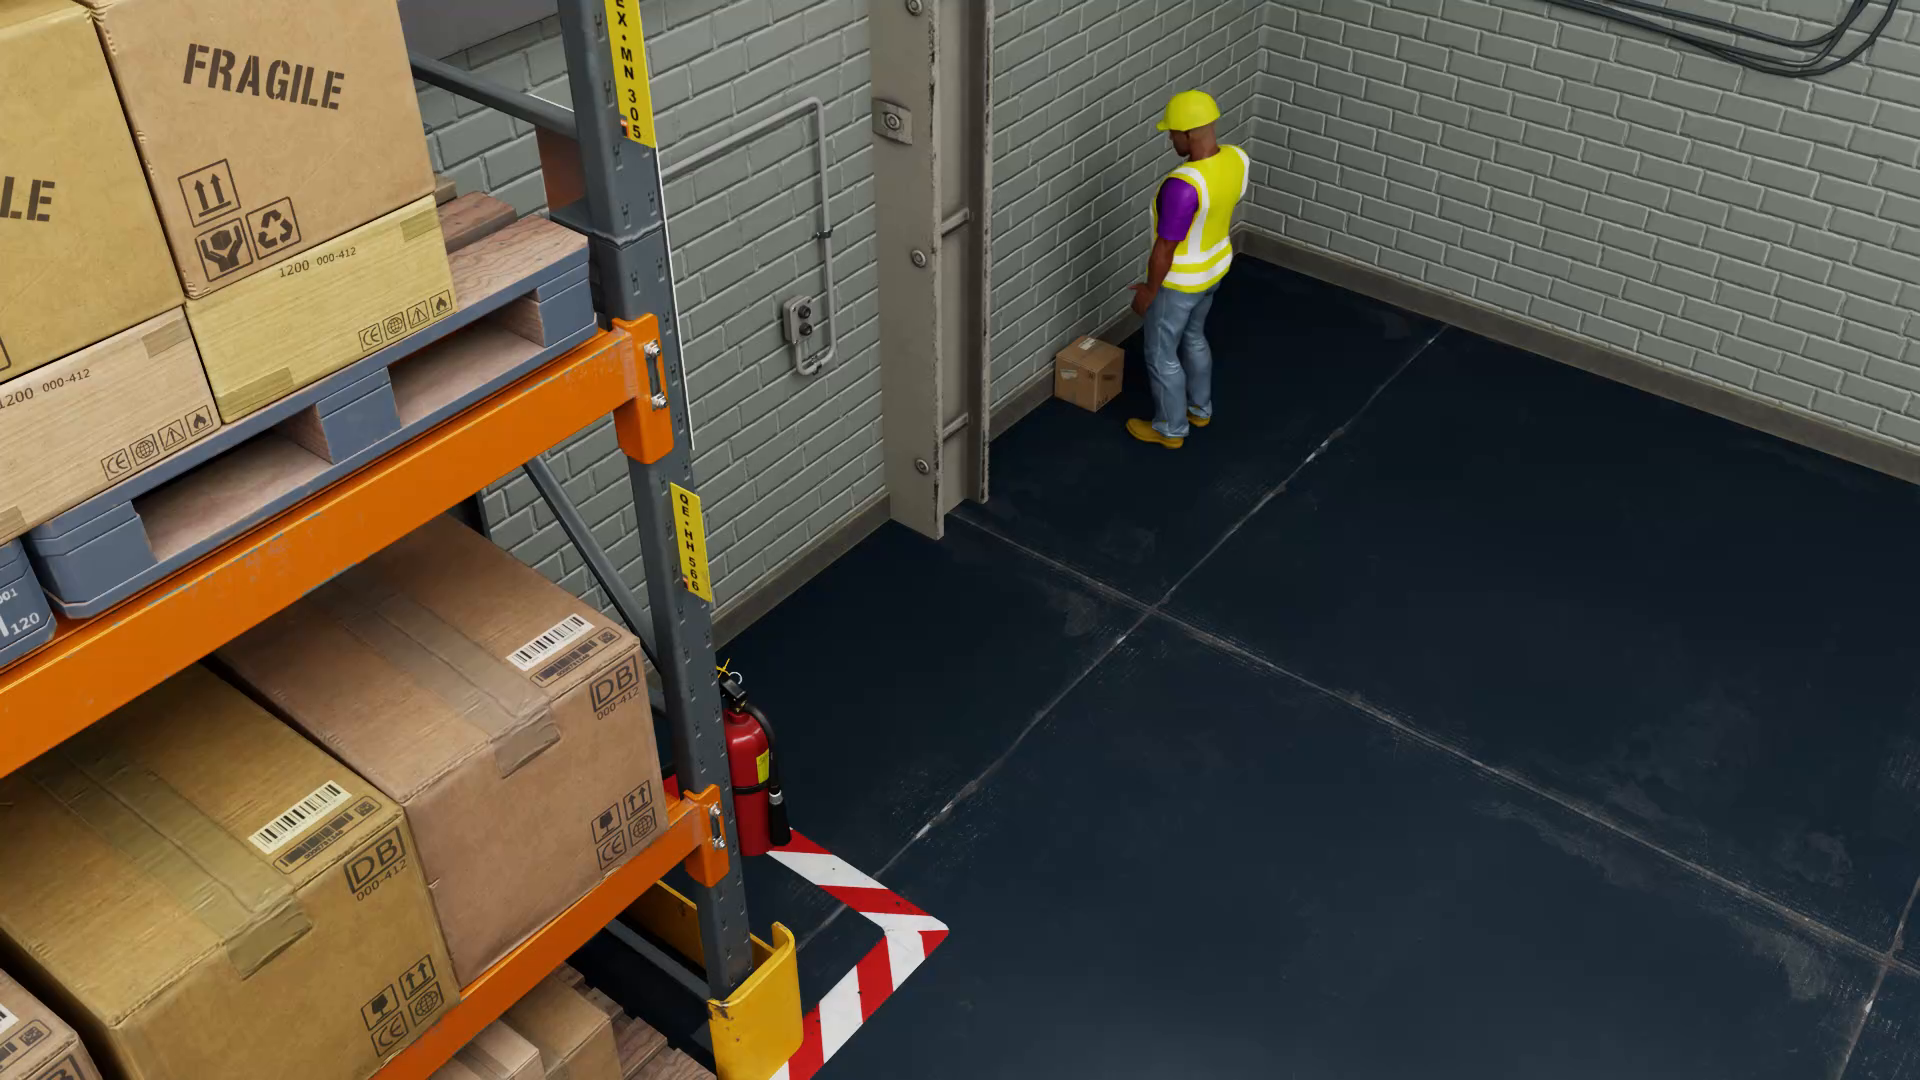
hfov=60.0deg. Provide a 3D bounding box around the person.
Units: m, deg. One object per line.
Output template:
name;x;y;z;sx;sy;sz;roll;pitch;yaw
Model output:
person;1.034;-1.233;7.682;0.374;1.756;0.570;27;46;29
